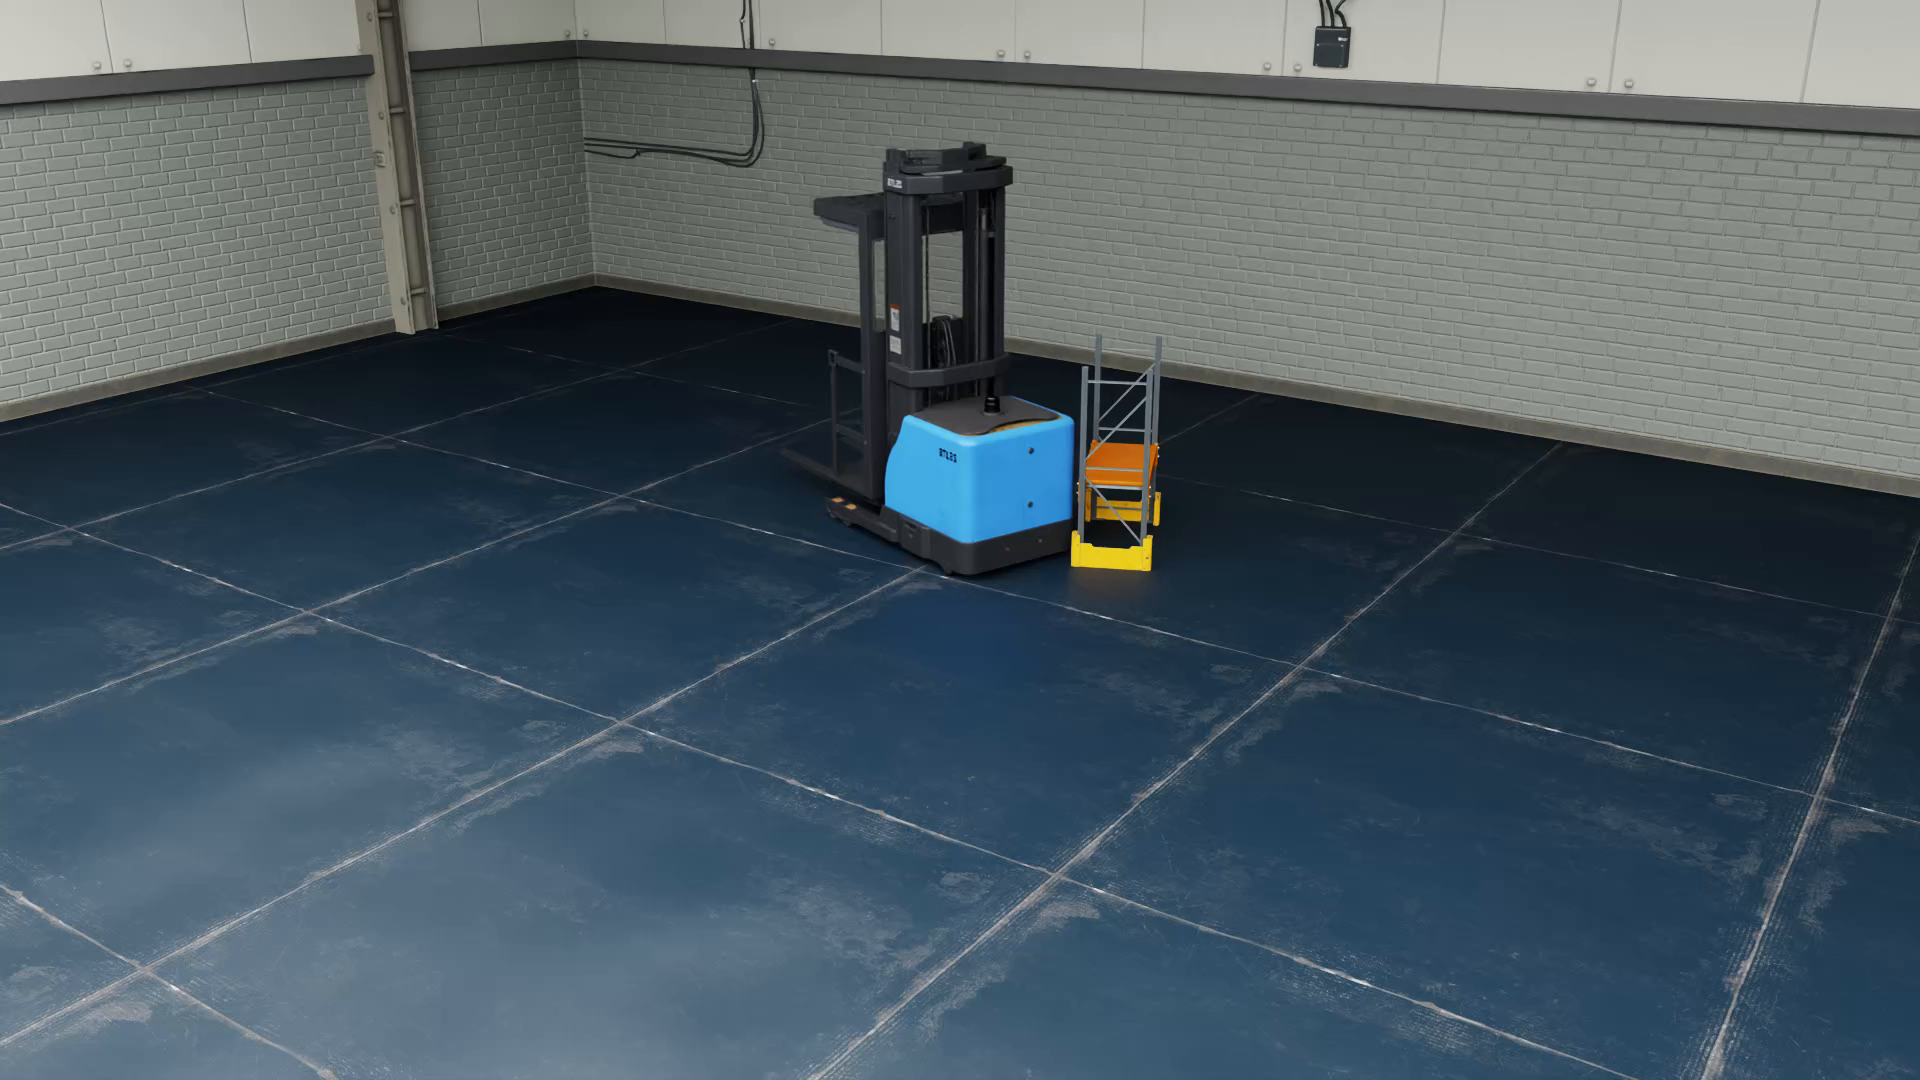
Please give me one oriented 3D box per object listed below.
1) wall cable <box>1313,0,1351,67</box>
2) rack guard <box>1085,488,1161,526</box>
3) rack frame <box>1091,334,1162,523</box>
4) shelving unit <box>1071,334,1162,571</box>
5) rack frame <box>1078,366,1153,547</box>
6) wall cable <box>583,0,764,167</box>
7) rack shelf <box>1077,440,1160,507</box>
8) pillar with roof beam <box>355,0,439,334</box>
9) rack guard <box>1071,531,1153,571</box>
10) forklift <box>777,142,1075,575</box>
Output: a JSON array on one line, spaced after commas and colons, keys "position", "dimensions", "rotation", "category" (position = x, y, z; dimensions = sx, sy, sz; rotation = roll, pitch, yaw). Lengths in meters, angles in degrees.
[{"position": [4.251, -7.005, 13.829], "dimensions": [2.305, 6.003, 0.169], "rotation": [13, 24, 32], "category": "wall cable"}, {"position": [1.282, -0.261, 13.111], "dimensions": [0.587, 0.250, 0.087], "rotation": [3, 21, 9], "category": "rack guard"}, {"position": [1.285, -0.854, 12.912], "dimensions": [0.500, 1.500, 0.032], "rotation": [3, 21, 9], "category": "rack frame"}, {"position": [1.196, -0.677, 12.434], "dimensions": [0.587, 1.500, 1.083], "rotation": [3, 21, 9], "category": "shelving unit"}, {"position": [1.111, -0.506, 11.972], "dimensions": [0.500, 1.500, 0.032], "rotation": [3, 21, 9], "category": "rack frame"}, {"position": [-3.591, -5.810, 19.976], "dimensions": [3.097, 2.526, 0.112], "rotation": [13, 24, 32], "category": "wall cable"}, {"position": [1.198, -0.512, 12.504], "dimensions": [0.538, 0.185, 1.000], "rotation": [3, 21, 9], "category": "rack shelf"}, {"position": [-2.781, -5.839, 15.579], "dimensions": [9.100, 9.000, 0.400], "rotation": [13, 24, 32], "category": "pillar with roof beam"}, {"position": [1.111, 0.079, 12.190], "dimensions": [0.587, 0.250, 0.087], "rotation": [3, 21, 9], "category": "rack guard"}, {"position": [-0.413, -1.576, 12.801], "dimensions": [1.130, 2.935, 3.031], "rotation": [-14, 24, -33], "category": "forklift"}]
